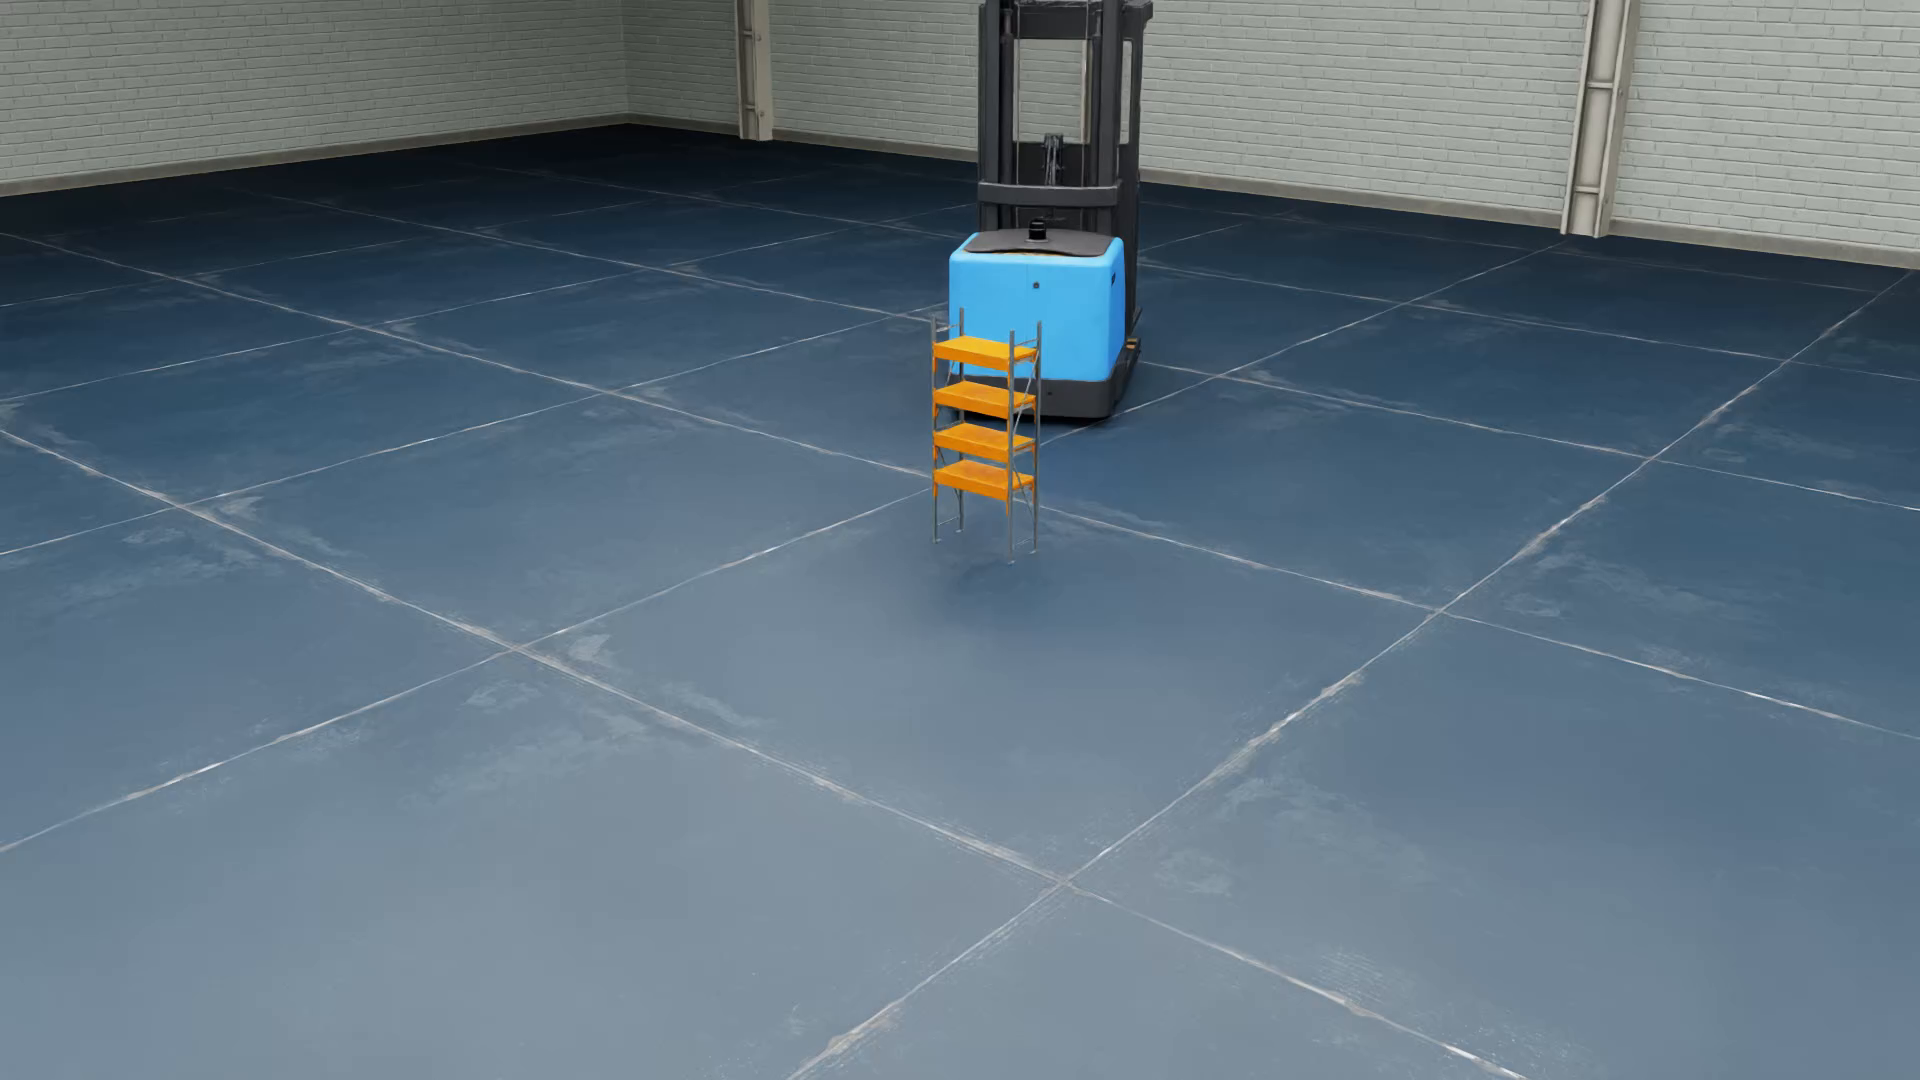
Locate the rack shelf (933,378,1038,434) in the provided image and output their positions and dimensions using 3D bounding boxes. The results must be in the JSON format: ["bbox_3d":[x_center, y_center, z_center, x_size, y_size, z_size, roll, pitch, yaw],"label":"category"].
[{"bbox_3d":[0.128,-0.671,8.303,0.480,0.148,0.258,16,26,36],"label":"rack shelf"}]

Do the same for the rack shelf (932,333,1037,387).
[{"bbox_3d":[0.128,-0.892,8.220,0.480,0.148,0.258,16,26,36],"label":"rack shelf"}]

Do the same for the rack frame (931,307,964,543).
[{"bbox_3d":[-0.061,-0.579,8.503,0.015,1.200,0.240,16,26,36],"label":"rack frame"}]

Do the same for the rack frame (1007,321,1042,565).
[{"bbox_3d":[0.317,-0.470,8.214,0.015,1.200,0.240,16,26,36],"label":"rack frame"}]

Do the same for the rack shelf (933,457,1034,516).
[{"bbox_3d":[0.128,-0.276,8.452,0.480,0.148,0.258,16,26,36],"label":"rack shelf"}]

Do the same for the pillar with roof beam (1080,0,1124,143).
[{"bbox_3d":[-1.011,-7.491,15.780,0.400,9.000,9.100,16,26,36],"label":"pillar with roof beam"}]

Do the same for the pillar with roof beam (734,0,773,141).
[{"bbox_3d":[-5.659,-8.830,19.330,0.400,9.000,9.100,16,26,36],"label":"pillar with roof beam"}]

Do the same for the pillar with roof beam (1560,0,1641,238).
[{"bbox_3d":[3.638,-6.153,12.230,0.400,9.000,9.100,16,26,36],"label":"pillar with roof beam"}]

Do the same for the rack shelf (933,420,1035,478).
[{"bbox_3d":[0.128,-0.462,8.382,0.480,0.148,0.258,16,26,36],"label":"rack shelf"}]

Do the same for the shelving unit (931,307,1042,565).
[{"bbox_3d":[0.128,-0.524,8.359,0.503,1.200,0.258,16,26,36],"label":"shelving unit"}]

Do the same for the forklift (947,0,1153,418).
[{"bbox_3d":[0.711,-2.628,11.482,1.130,2.935,3.031,4,21,11],"label":"forklift"}]
